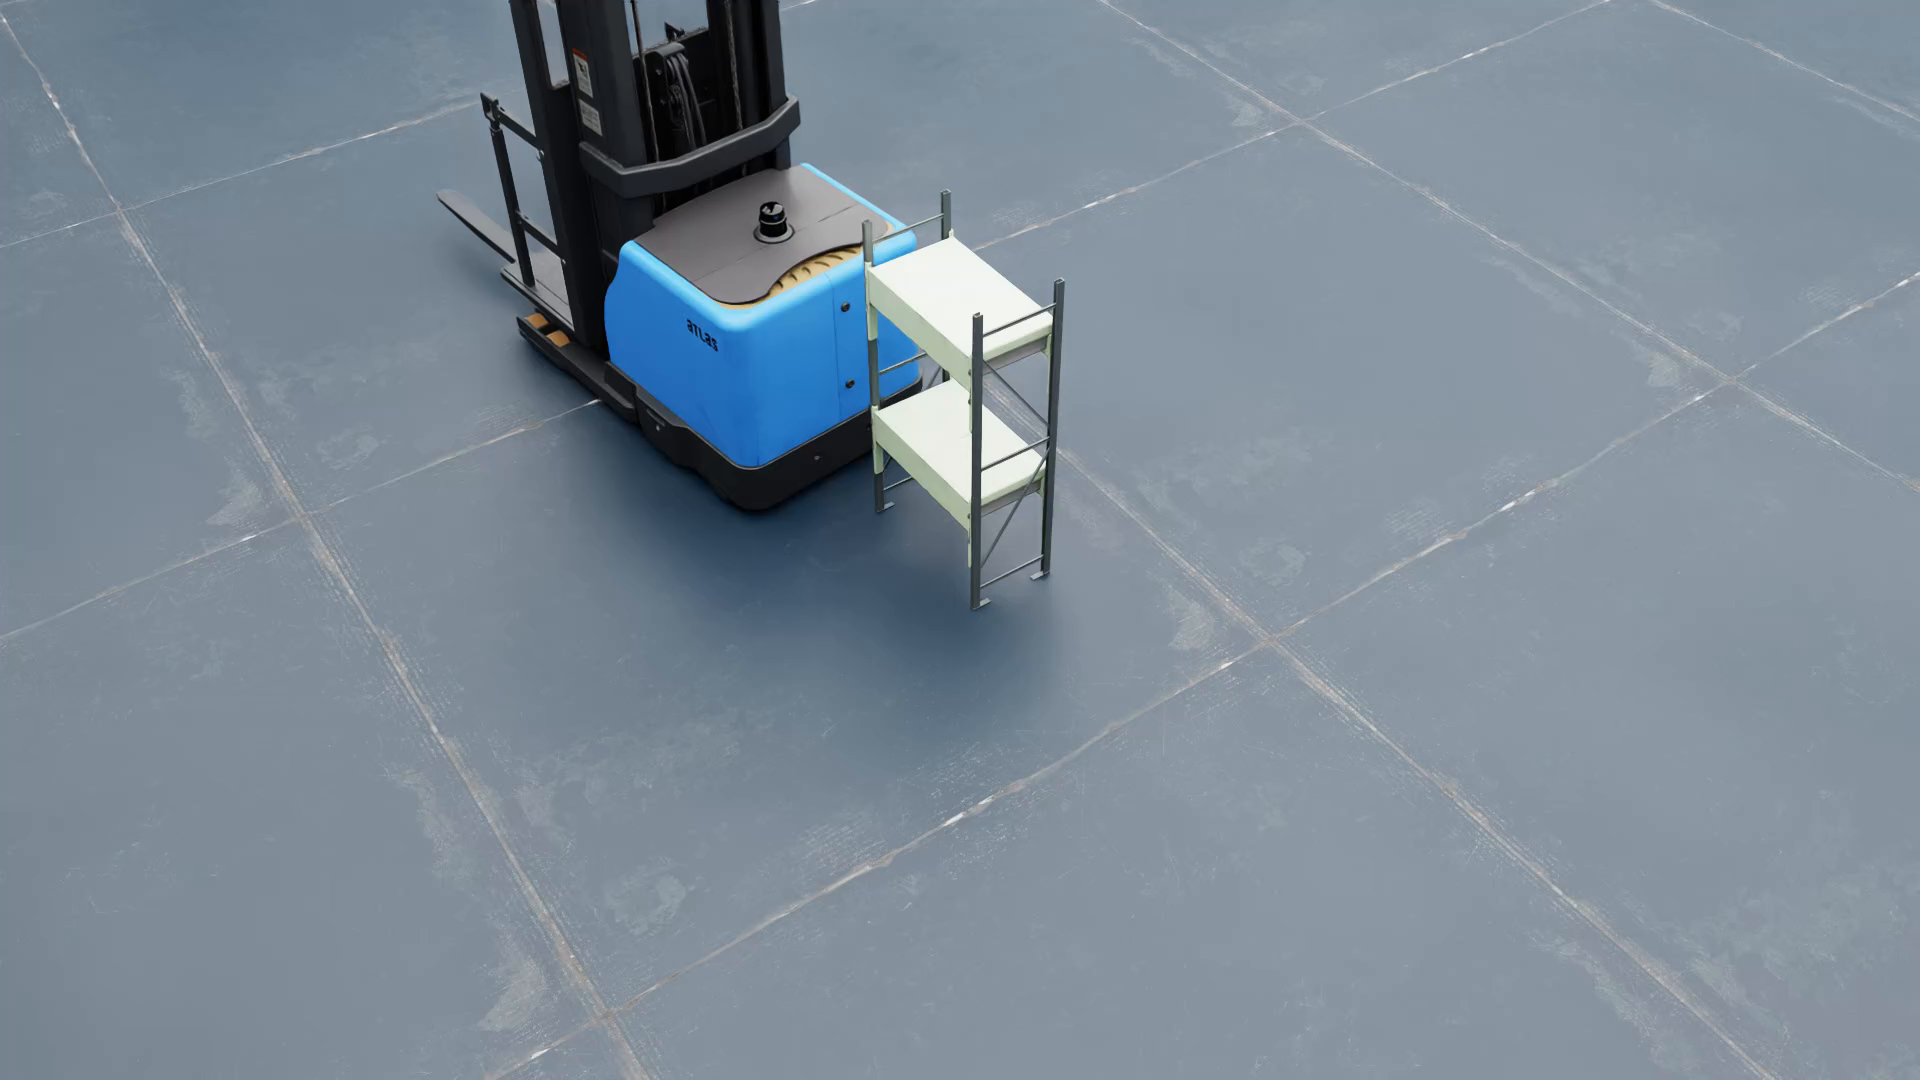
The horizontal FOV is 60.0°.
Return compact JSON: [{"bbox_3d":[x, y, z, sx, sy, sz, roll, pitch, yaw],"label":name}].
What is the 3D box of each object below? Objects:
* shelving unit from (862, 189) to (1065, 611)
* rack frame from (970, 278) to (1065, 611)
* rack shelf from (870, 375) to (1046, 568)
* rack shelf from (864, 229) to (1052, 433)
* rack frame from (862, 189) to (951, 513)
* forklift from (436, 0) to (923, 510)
[{"bbox_3d":[0.004,-0.539,6.719,0.431,1.500,0.755,-26,49,-24],"label":"shelving unit"},{"bbox_3d":[0.213,-0.331,6.502,0.400,1.500,0.023,-26,49,-24],"label":"rack frame"},{"bbox_3d":[0.004,-0.303,6.944,0.431,0.370,0.720,-26,49,-24],"label":"rack shelf"},{"bbox_3d":[0.004,-0.821,6.450,0.431,0.370,0.720,-26,49,-24],"label":"rack shelf"},{"bbox_3d":[-0.206,-0.746,6.936,0.400,1.500,0.023,-26,49,-24],"label":"rack frame"},{"bbox_3d":[-1.529,-2.126,7.345,1.130,2.935,3.031,-32,52,-29],"label":"forklift"}]
